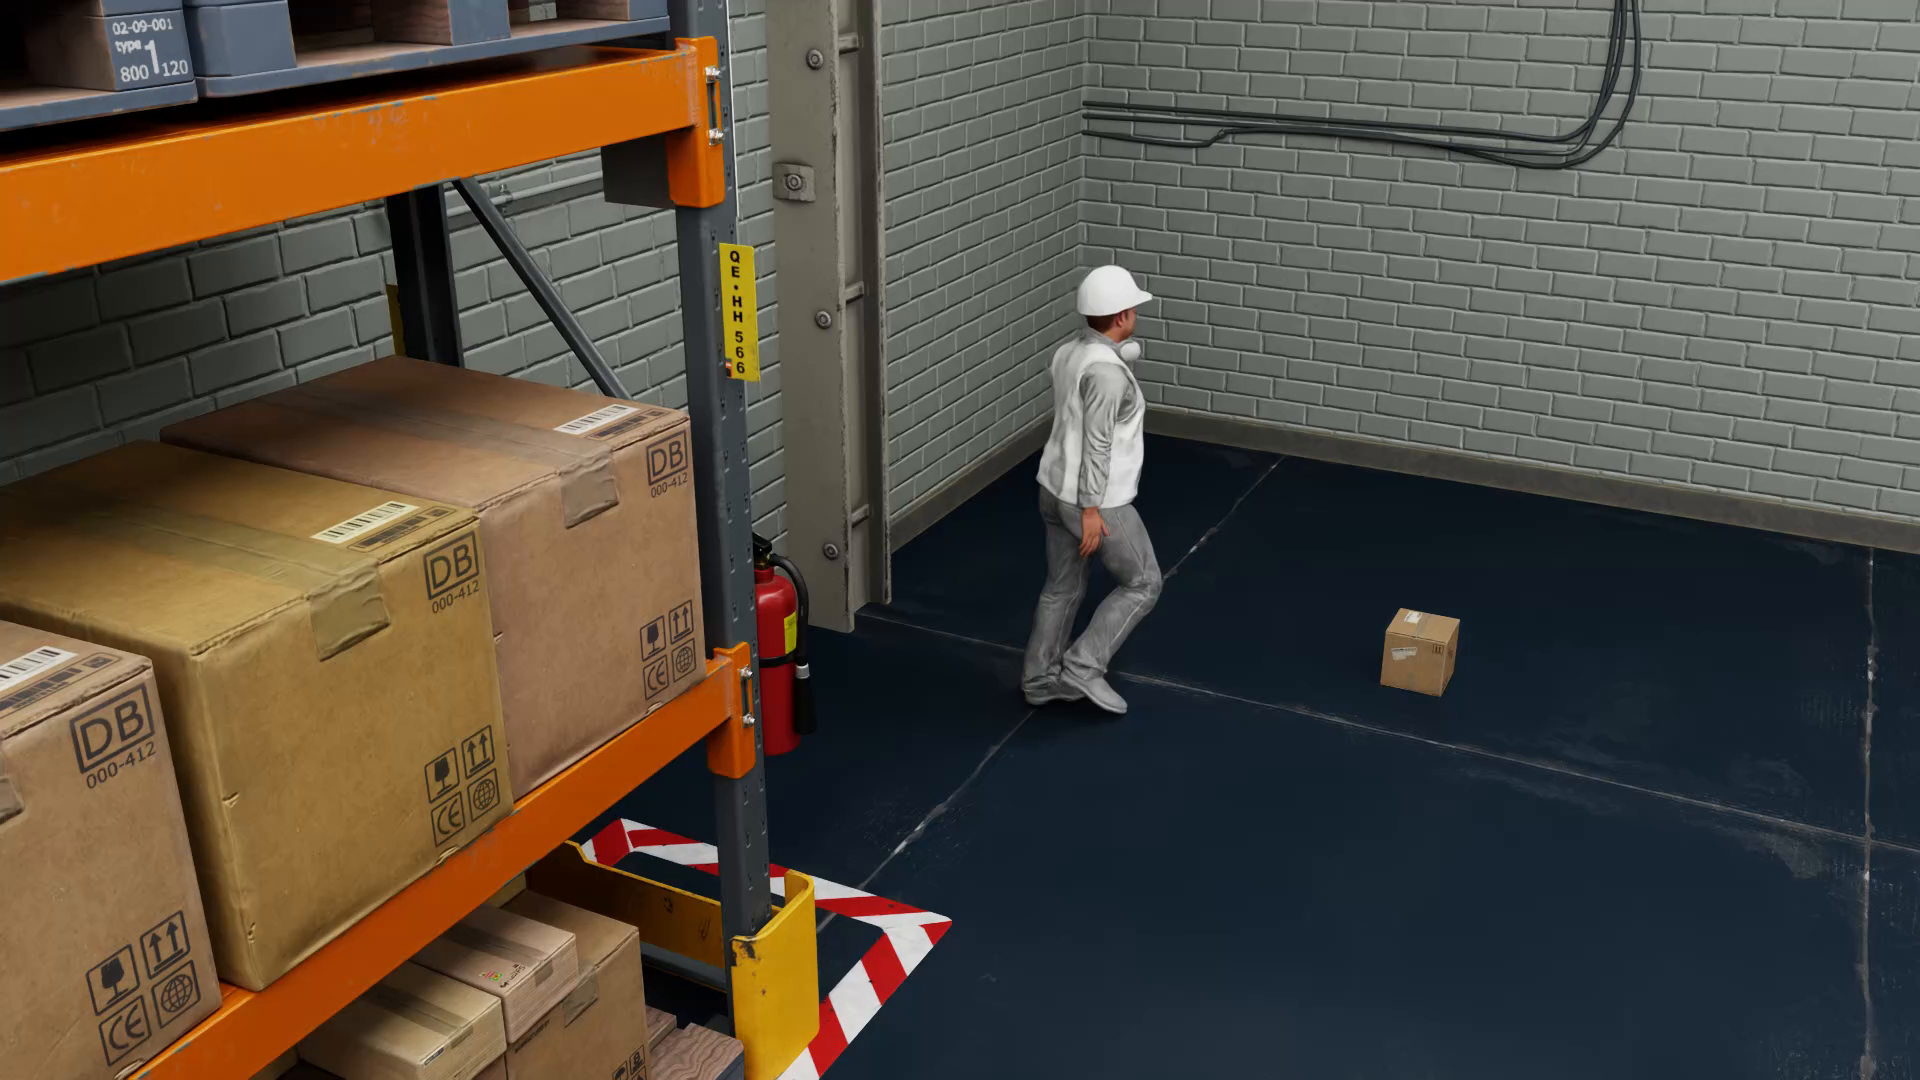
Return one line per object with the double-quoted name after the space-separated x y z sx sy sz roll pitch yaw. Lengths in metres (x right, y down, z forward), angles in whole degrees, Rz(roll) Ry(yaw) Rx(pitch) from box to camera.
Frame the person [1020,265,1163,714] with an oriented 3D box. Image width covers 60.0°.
0.490 -0.186 6.457 0.525 1.756 0.566 -8 24 -19 "person"
